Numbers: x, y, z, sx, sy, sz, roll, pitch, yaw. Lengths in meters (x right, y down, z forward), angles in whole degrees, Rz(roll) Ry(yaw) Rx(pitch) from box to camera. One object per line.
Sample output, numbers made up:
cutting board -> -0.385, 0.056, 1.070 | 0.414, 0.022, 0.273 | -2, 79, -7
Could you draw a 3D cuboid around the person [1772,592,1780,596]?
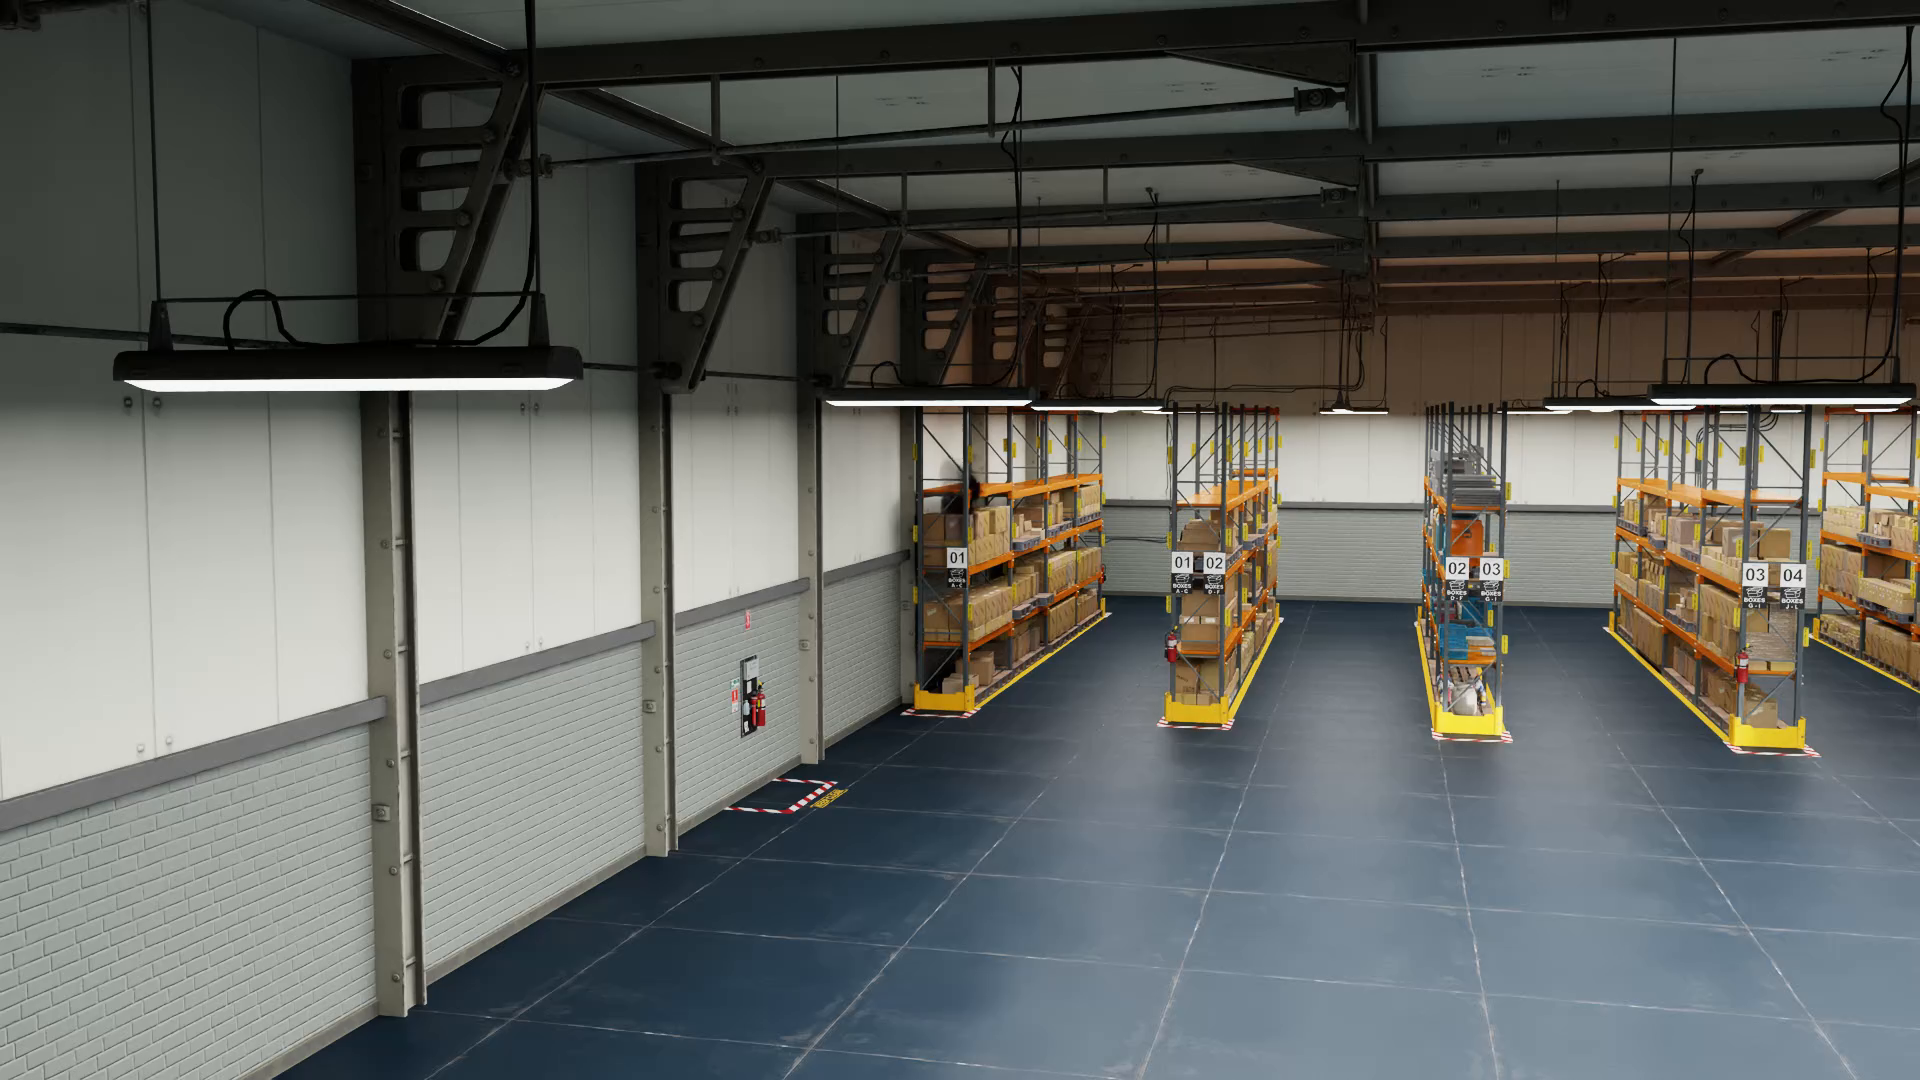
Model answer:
person -> 20.579, 1.842, 41.670 | 0.598, 1.640, 0.586 | 2, 4, 20
